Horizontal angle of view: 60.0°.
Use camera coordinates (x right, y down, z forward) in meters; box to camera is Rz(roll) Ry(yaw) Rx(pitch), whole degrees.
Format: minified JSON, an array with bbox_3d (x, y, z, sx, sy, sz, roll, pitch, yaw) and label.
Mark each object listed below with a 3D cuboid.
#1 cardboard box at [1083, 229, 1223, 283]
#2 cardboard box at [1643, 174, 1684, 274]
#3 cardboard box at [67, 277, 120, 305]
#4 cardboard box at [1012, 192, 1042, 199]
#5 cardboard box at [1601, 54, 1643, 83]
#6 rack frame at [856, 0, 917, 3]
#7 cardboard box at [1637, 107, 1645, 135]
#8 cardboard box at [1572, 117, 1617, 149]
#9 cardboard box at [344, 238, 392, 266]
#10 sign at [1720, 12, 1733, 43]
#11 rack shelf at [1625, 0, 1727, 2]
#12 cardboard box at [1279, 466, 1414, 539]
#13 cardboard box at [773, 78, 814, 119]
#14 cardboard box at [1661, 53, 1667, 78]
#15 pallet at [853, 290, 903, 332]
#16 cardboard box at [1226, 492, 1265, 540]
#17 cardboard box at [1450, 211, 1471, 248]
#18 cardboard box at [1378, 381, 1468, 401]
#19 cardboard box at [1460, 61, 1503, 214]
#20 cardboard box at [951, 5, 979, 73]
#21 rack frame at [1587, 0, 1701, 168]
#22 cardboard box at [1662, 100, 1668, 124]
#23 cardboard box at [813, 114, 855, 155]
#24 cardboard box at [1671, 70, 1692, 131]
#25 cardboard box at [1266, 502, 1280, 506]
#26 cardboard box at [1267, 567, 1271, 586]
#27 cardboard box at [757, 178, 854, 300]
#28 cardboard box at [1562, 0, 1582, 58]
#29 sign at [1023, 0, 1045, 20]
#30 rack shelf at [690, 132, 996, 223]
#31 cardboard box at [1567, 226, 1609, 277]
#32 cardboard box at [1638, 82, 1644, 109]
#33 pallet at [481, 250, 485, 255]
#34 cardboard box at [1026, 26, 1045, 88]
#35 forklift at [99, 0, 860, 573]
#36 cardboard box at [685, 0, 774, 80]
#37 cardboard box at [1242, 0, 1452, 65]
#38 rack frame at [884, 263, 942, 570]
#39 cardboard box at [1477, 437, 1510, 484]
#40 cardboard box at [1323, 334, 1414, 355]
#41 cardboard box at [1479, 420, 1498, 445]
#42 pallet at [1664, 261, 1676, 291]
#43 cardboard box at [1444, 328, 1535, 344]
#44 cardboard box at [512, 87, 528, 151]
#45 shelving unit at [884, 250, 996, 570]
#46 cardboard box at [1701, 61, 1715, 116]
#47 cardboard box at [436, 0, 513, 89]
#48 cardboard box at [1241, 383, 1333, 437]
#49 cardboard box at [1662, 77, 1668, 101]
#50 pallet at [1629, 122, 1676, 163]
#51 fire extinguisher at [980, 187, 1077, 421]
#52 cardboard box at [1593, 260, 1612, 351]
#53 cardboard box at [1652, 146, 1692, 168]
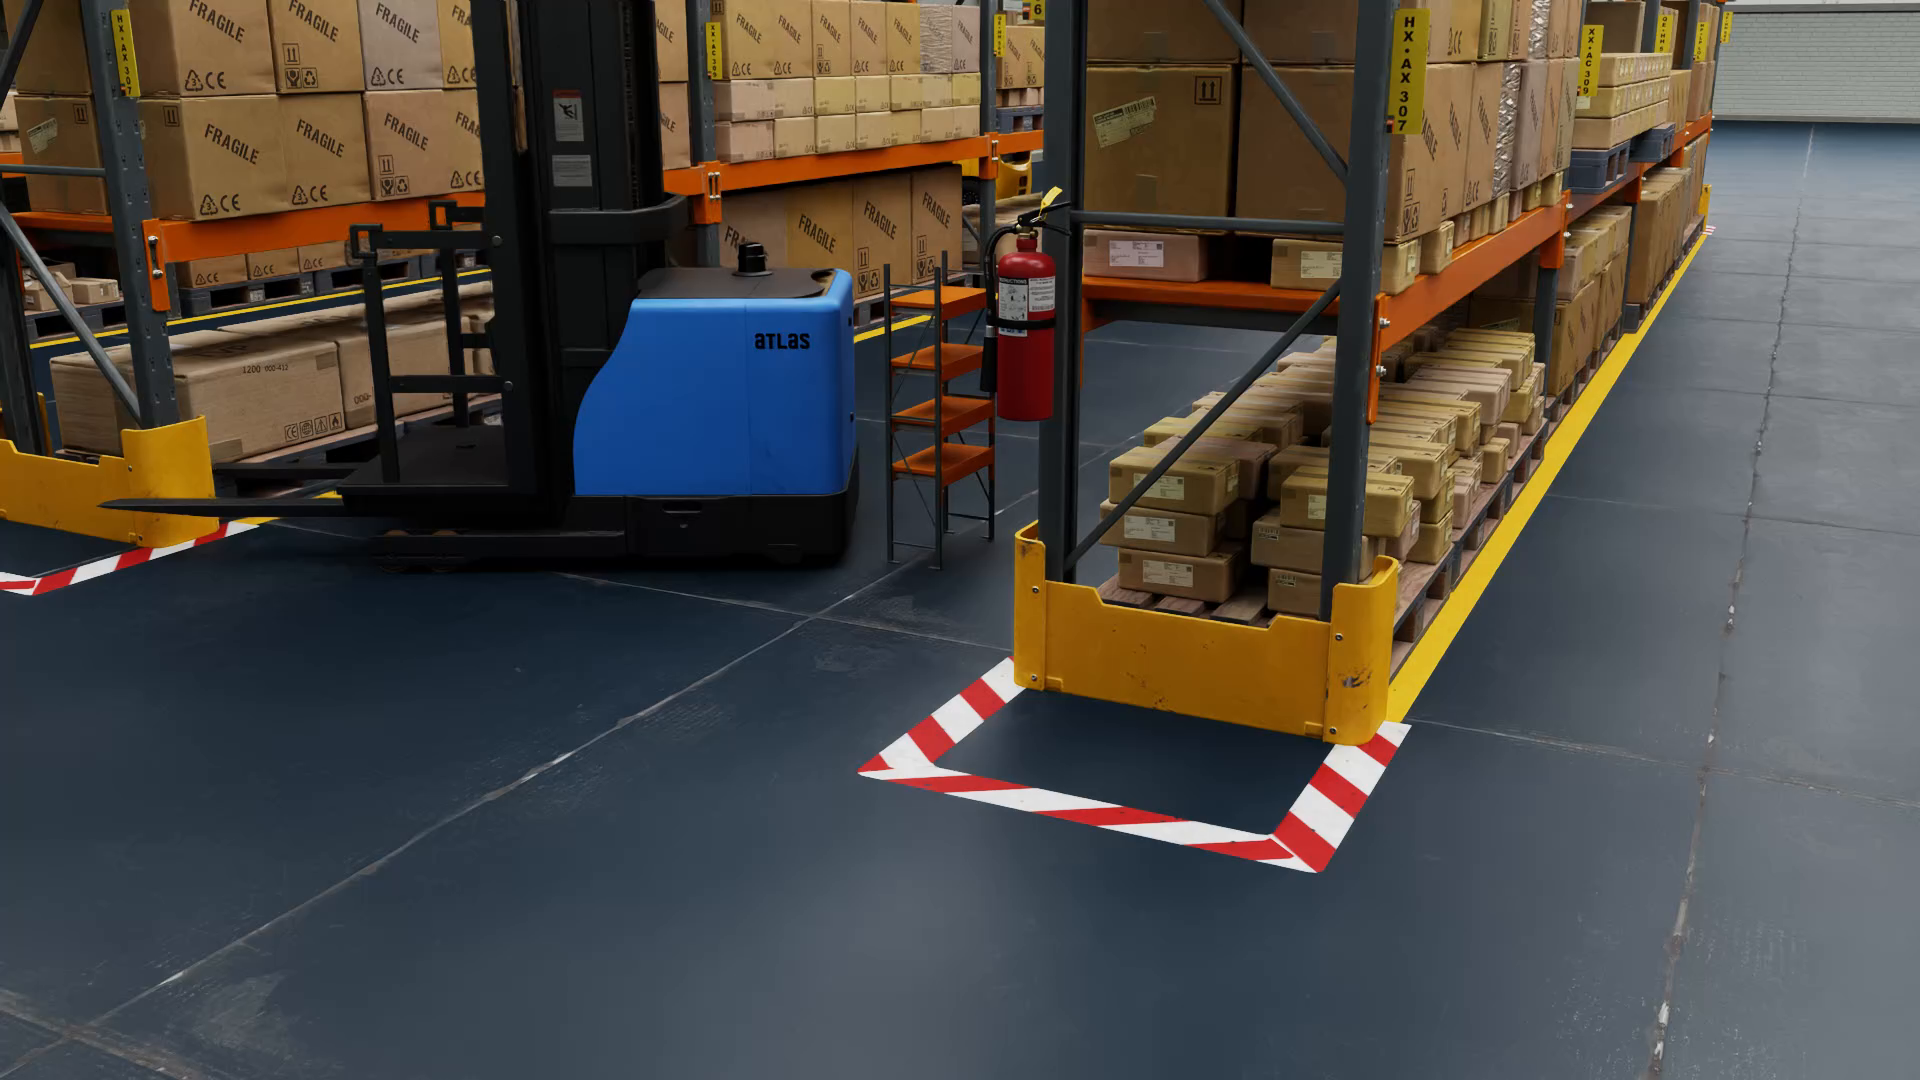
[{"bbox_3d":[0.612,-0.914,5.276,0.380,0.149,0.250,8,18,25],"label":"cardboard box"},{"bbox_3d":[5.450,-2.680,13.994,1.050,0.750,0.750,8,18,25],"label":"cardboard box"},{"bbox_3d":[-6.395,-1.825,12.169,0.380,0.149,0.250,7,18,24],"label":"cardboard box"},{"bbox_3d":[1.058,-3.201,16.410,0.950,0.372,0.625,9,19,29],"label":"cardboard box"},{"bbox_3d":[3.558,-2.608,9.195,0.380,0.149,0.250,8,18,25],"label":"cardboard box"},{"bbox_3d":[-1.047,-6.226,22.717,1.000,3.000,0.127,8,18,25],"label":"rack frame"},{"bbox_3d":[3.789,-2.454,9.723,0.380,0.149,0.250,7,18,23],"label":"cardboard box"},{"bbox_3d":[3.095,-2.057,8.387,0.380,0.149,0.250,7,18,23],"label":"cardboard box"},{"bbox_3d":[-5.298,-2.662,14.370,0.500,0.500,0.500,7,18,23],"label":"cardboard box"},{"bbox_3d":[8.348,-5.587,18.118,0.100,0.325,0.005,8,18,25],"label":"sign"},{"bbox_3d":[6.975,-5.575,16.521,1.077,0.370,4.000,8,18,25],"label":"rack shelf"},{"bbox_3d":[1.258,-0.126,5.405,0.380,0.149,0.250,7,18,23],"label":"cardboard box"},{"bbox_3d":[-1.310,-2.919,10.969,0.500,0.250,0.500,8,19,26],"label":"cardboard box"},{"bbox_3d":[4.254,-3.006,10.536,0.380,0.149,0.250,9,19,27],"label":"cardboard box"},{"bbox_3d":[-1.145,-1.720,12.445,1.003,0.211,1.213,8,18,25],"label":"pallet"},{"bbox_3d":[0.865,-0.124,5.919,0.380,0.149,0.250,8,18,24],"label":"cardboard box"},{"bbox_3d":[1.674,-1.177,6.159,0.380,0.149,0.250,8,18,24],"label":"cardboard box"},{"bbox_3d":[1.855,-0.540,6.798,0.380,0.149,0.250,8,18,26],"label":"cardboard box"},{"bbox_3d":[1.614,-1.448,5.934,0.500,0.500,0.500,8,18,26],"label":"cardboard box"},{"bbox_3d":[-0.176,-3.920,13.022,0.500,0.500,0.500,8,18,24],"label":"cardboard box"},{"bbox_3d":[6.082,-3.972,15.131,1.000,3.000,0.127,8,18,25],"label":"rack frame"},{"bbox_3d":[4.485,-2.850,11.056,0.380,0.149,0.250,8,19,26],"label":"cardboard box"},{"bbox_3d":[-1.061,-2.806,11.466,0.500,0.250,0.500,8,18,25],"label":"cardboard box"},{"bbox_3d":[6.088,-3.853,14.554,0.500,0.500,0.500,8,18,25],"label":"cardboard box"},{"bbox_3d":[1.086,-0.110,6.397,0.380,0.149,0.250,8,18,26],"label":"cardboard box"},{"bbox_3d":[1.284,0.080,5.757,0.380,0.149,0.250,8,18,25],"label":"cardboard box"},{"bbox_3d":[-1.364,-2.121,11.890,0.875,0.875,0.875,9,19,27],"label":"cardboard box"},{"bbox_3d":[2.539,-2.450,7.552,0.500,0.500,0.500,7,18,23],"label":"cardboard box"},{"bbox_3d":[0.232,-1.698,4.885,0.100,0.325,0.005,8,18,25],"label":"sign"},{"bbox_3d":[-1.073,-2.703,12.121,1.077,0.370,4.000,8,18,25],"label":"rack shelf"},{"bbox_3d":[3.541,-1.717,9.873,0.500,0.250,0.500,9,19,27],"label":"cardboard box"},{"bbox_3d":[3.676,-2.535,9.472,0.380,0.149,0.250,8,18,24],"label":"cardboard box"},{"bbox_3d":[-4.219,-3.056,16.943,1.003,0.211,1.213,8,18,25],"label":"pallet"},{"bbox_3d":[0.455,-4.168,14.354,0.500,0.500,0.500,9,19,28],"label":"cardboard box"},{"bbox_3d":[-1.965,-1.427,6.681,3.031,2.935,1.130,0,17,0],"label":"forklift"},{"bbox_3d":[-1.513,-3.141,10.401,0.500,0.500,0.500,8,18,26],"label":"cardboard box"},{"bbox_3d":[1.158,-1.666,4.912,0.500,0.500,0.500,8,18,25],"label":"cardboard box"},{"bbox_3d":[-0.183,-0.471,6.502,0.240,1.200,0.015,8,18,25],"label":"rack frame"},{"bbox_3d":[2.174,-0.362,7.246,0.380,0.149,0.250,8,18,25],"label":"cardboard box"},{"bbox_3d":[1.992,-0.931,8.114,0.380,0.149,0.250,9,19,28],"label":"cardboard box"},{"bbox_3d":[2.141,-0.531,7.293,0.380,0.149,0.250,9,19,27],"label":"cardboard box"},{"bbox_3d":[5.804,-2.430,14.834,1.003,0.211,1.213,8,18,25],"label":"pallet"},{"bbox_3d":[2.581,-0.931,8.115,0.380,0.149,0.250,9,19,27],"label":"cardboard box"},{"bbox_3d":[-2.382,-2.174,8.901,0.500,0.500,0.500,8,18,25],"label":"cardboard box"},{"bbox_3d":[-0.074,-0.533,6.712,0.258,1.200,0.503,8,18,25],"label":"shelving unit"},{"bbox_3d":[7.518,-4.820,17.721,0.875,0.550,0.550,8,18,25],"label":"cardboard box"},{"bbox_3d":[-2.615,-2.525,8.325,0.500,0.500,0.500,8,18,26],"label":"cardboard box"},{"bbox_3d":[1.355,-0.528,6.759,0.380,0.149,0.250,7,18,24],"label":"cardboard box"},{"bbox_3d":[4.363,-2.925,10.785,0.380,0.149,0.250,9,19,27],"label":"cardboard box"},{"bbox_3d":[4.071,-2.667,11.071,1.213,0.211,1.003,8,18,25],"label":"pallet"},{"bbox_3d":[0.194,-0.695,4.885,0.296,0.674,0.183,8,18,25],"label":"fire extinguisher"},{"bbox_3d":[3.777,-1.487,10.416,0.500,0.500,0.500,7,18,23],"label":"cardboard box"},{"bbox_3d":[6.425,-3.306,15.883,0.875,0.875,0.875,8,19,26],"label":"cardboard box"}]
